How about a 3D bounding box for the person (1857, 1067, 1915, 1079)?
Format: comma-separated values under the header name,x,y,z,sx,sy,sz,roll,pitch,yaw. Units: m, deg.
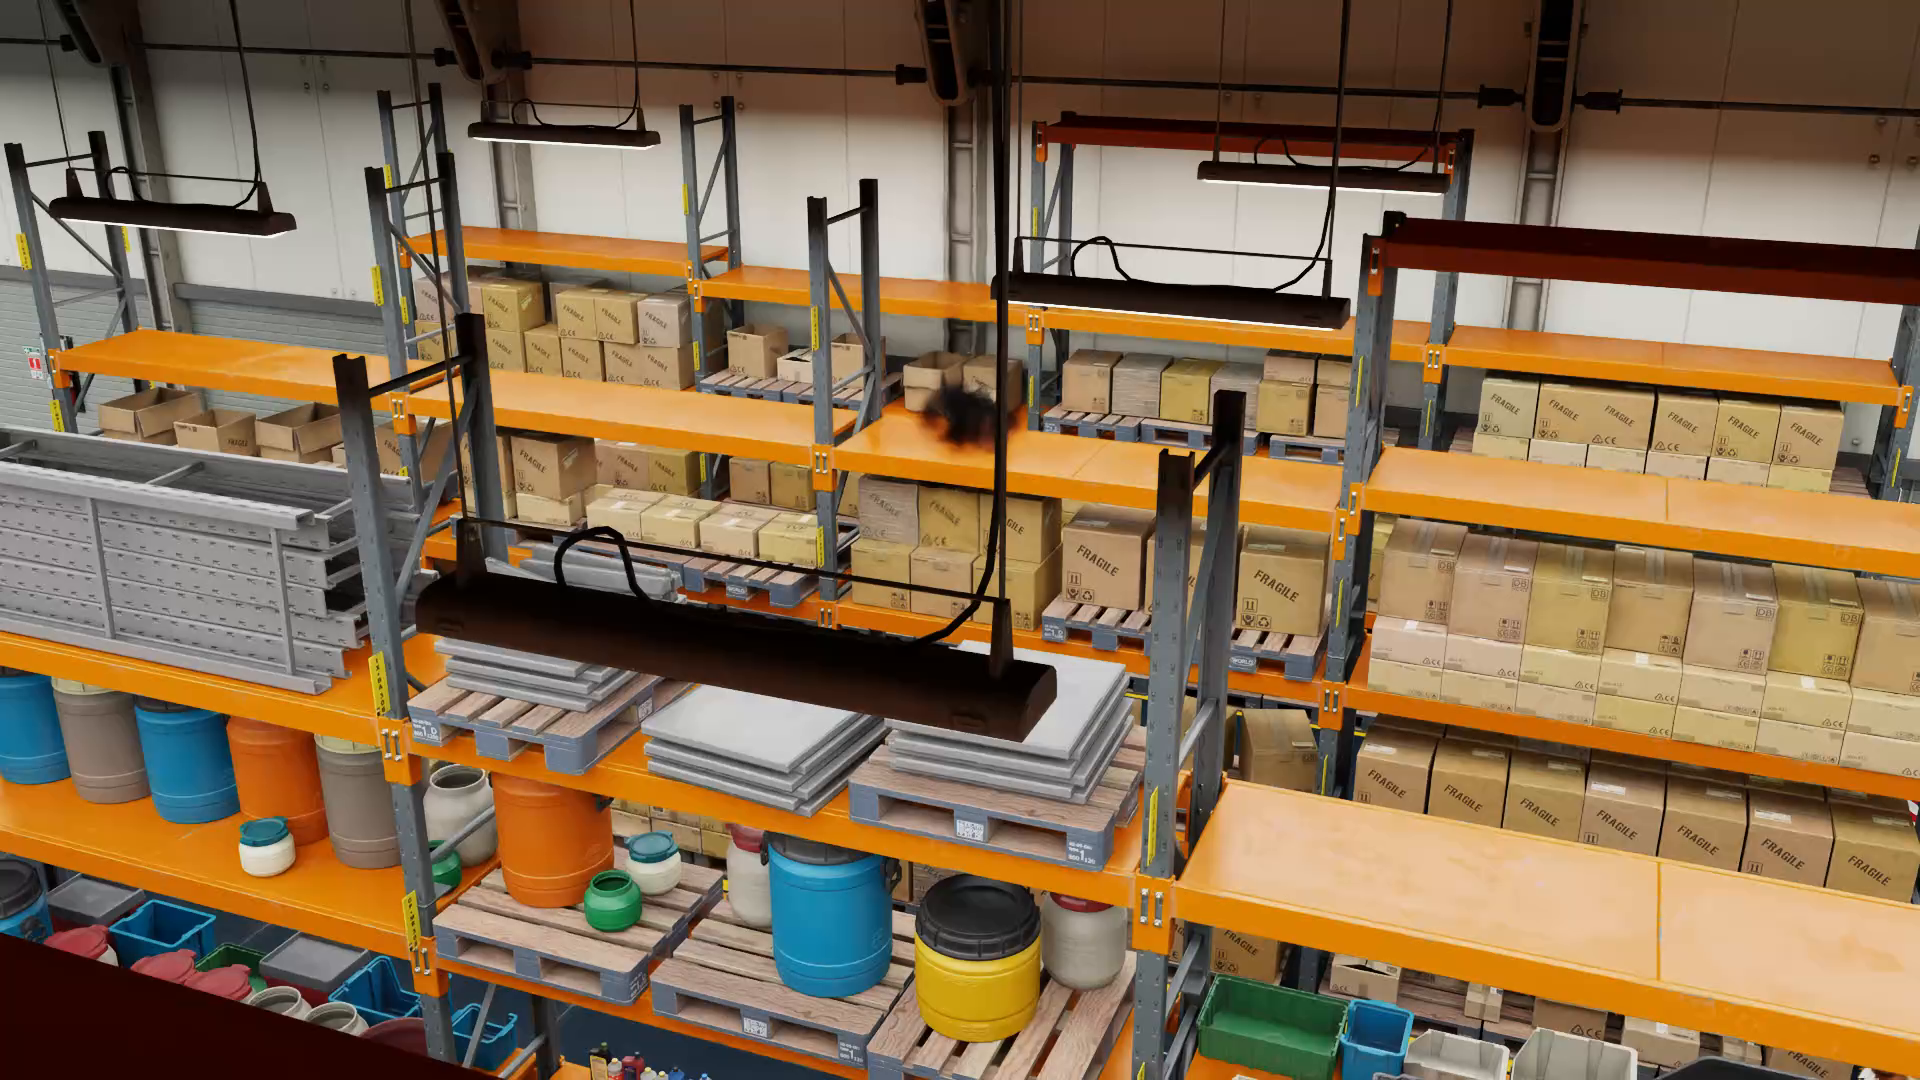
name,x,y,z,sx,sy,sz,roll,pitch,yaw
person,5.574,3.741,10.108,0.921,1.759,0.741,-4,21,-11
